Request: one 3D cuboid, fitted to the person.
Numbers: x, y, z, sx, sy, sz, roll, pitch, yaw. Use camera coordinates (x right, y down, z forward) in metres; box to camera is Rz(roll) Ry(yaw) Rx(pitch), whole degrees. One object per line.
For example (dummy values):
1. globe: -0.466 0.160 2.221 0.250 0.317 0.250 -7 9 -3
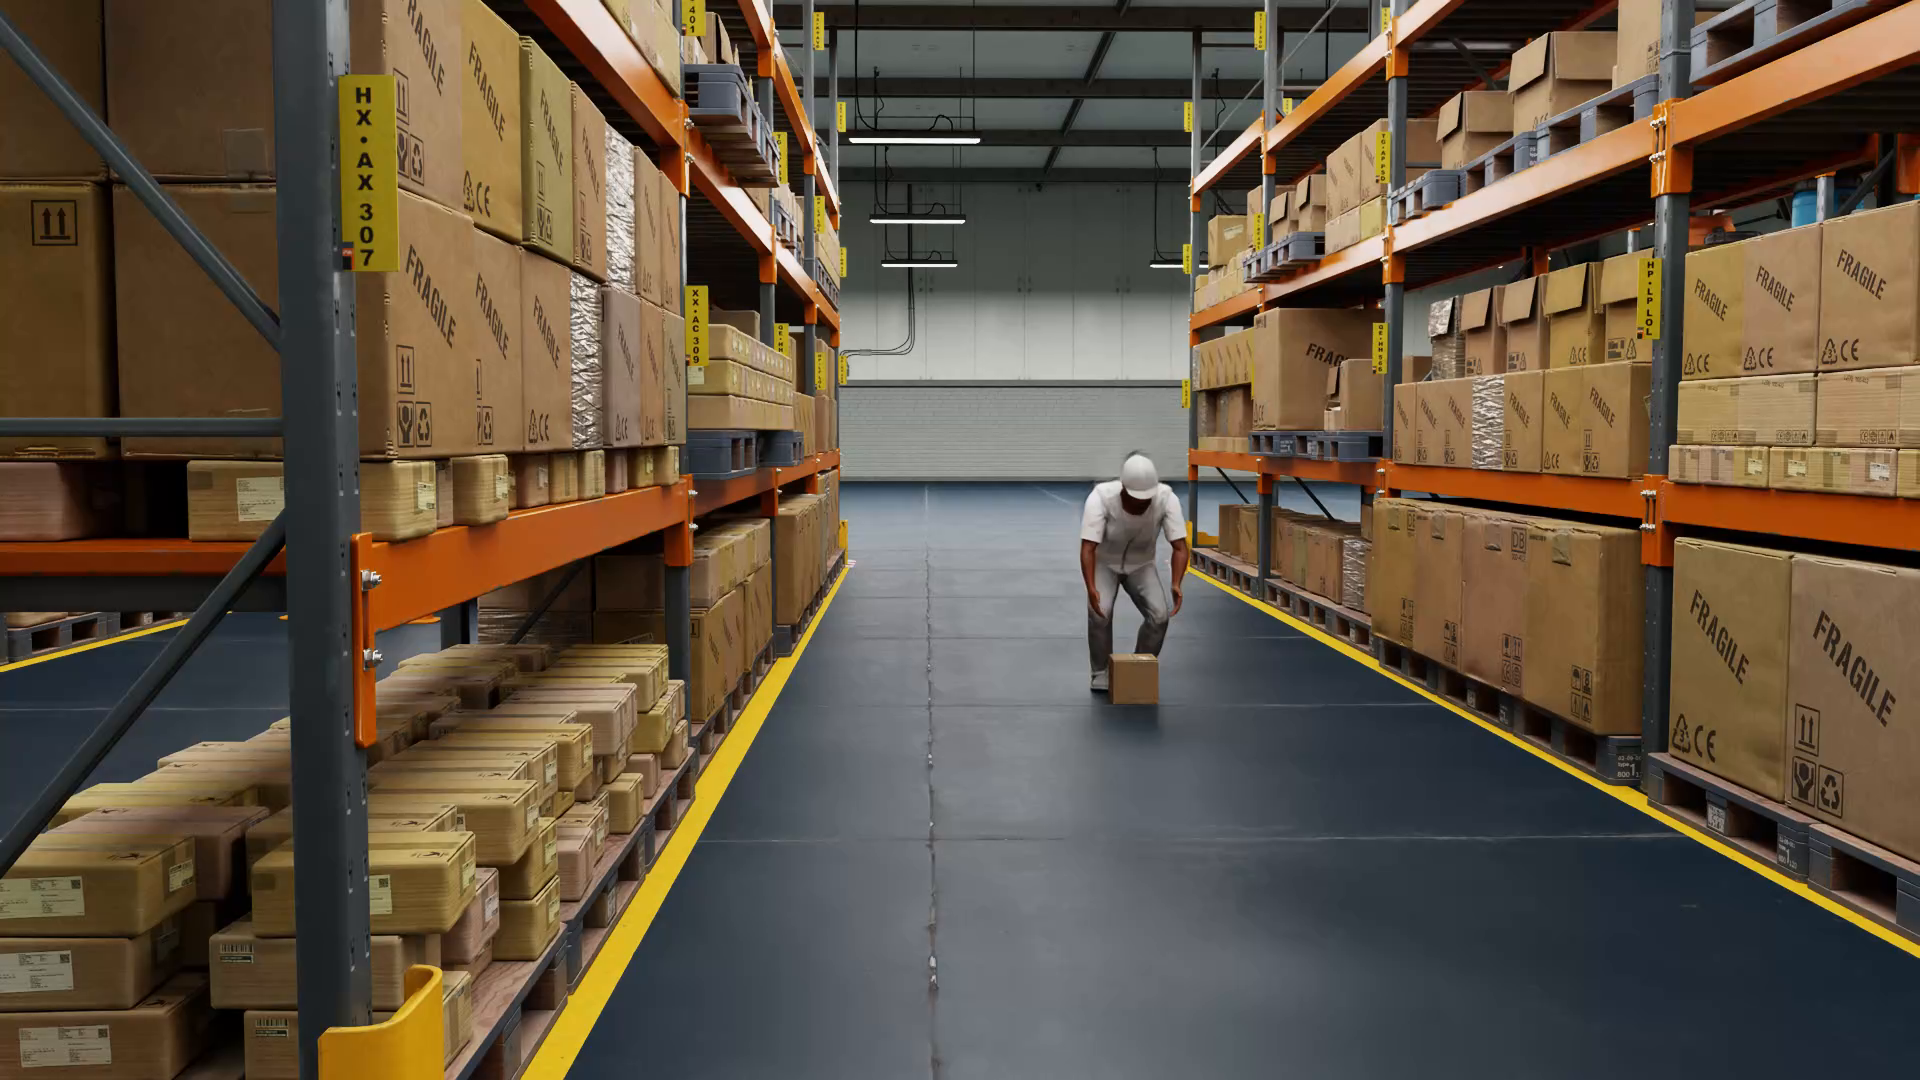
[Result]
1. person: 0.998 0.191 9.654 0.631 1.373 0.779 0 4 -1
